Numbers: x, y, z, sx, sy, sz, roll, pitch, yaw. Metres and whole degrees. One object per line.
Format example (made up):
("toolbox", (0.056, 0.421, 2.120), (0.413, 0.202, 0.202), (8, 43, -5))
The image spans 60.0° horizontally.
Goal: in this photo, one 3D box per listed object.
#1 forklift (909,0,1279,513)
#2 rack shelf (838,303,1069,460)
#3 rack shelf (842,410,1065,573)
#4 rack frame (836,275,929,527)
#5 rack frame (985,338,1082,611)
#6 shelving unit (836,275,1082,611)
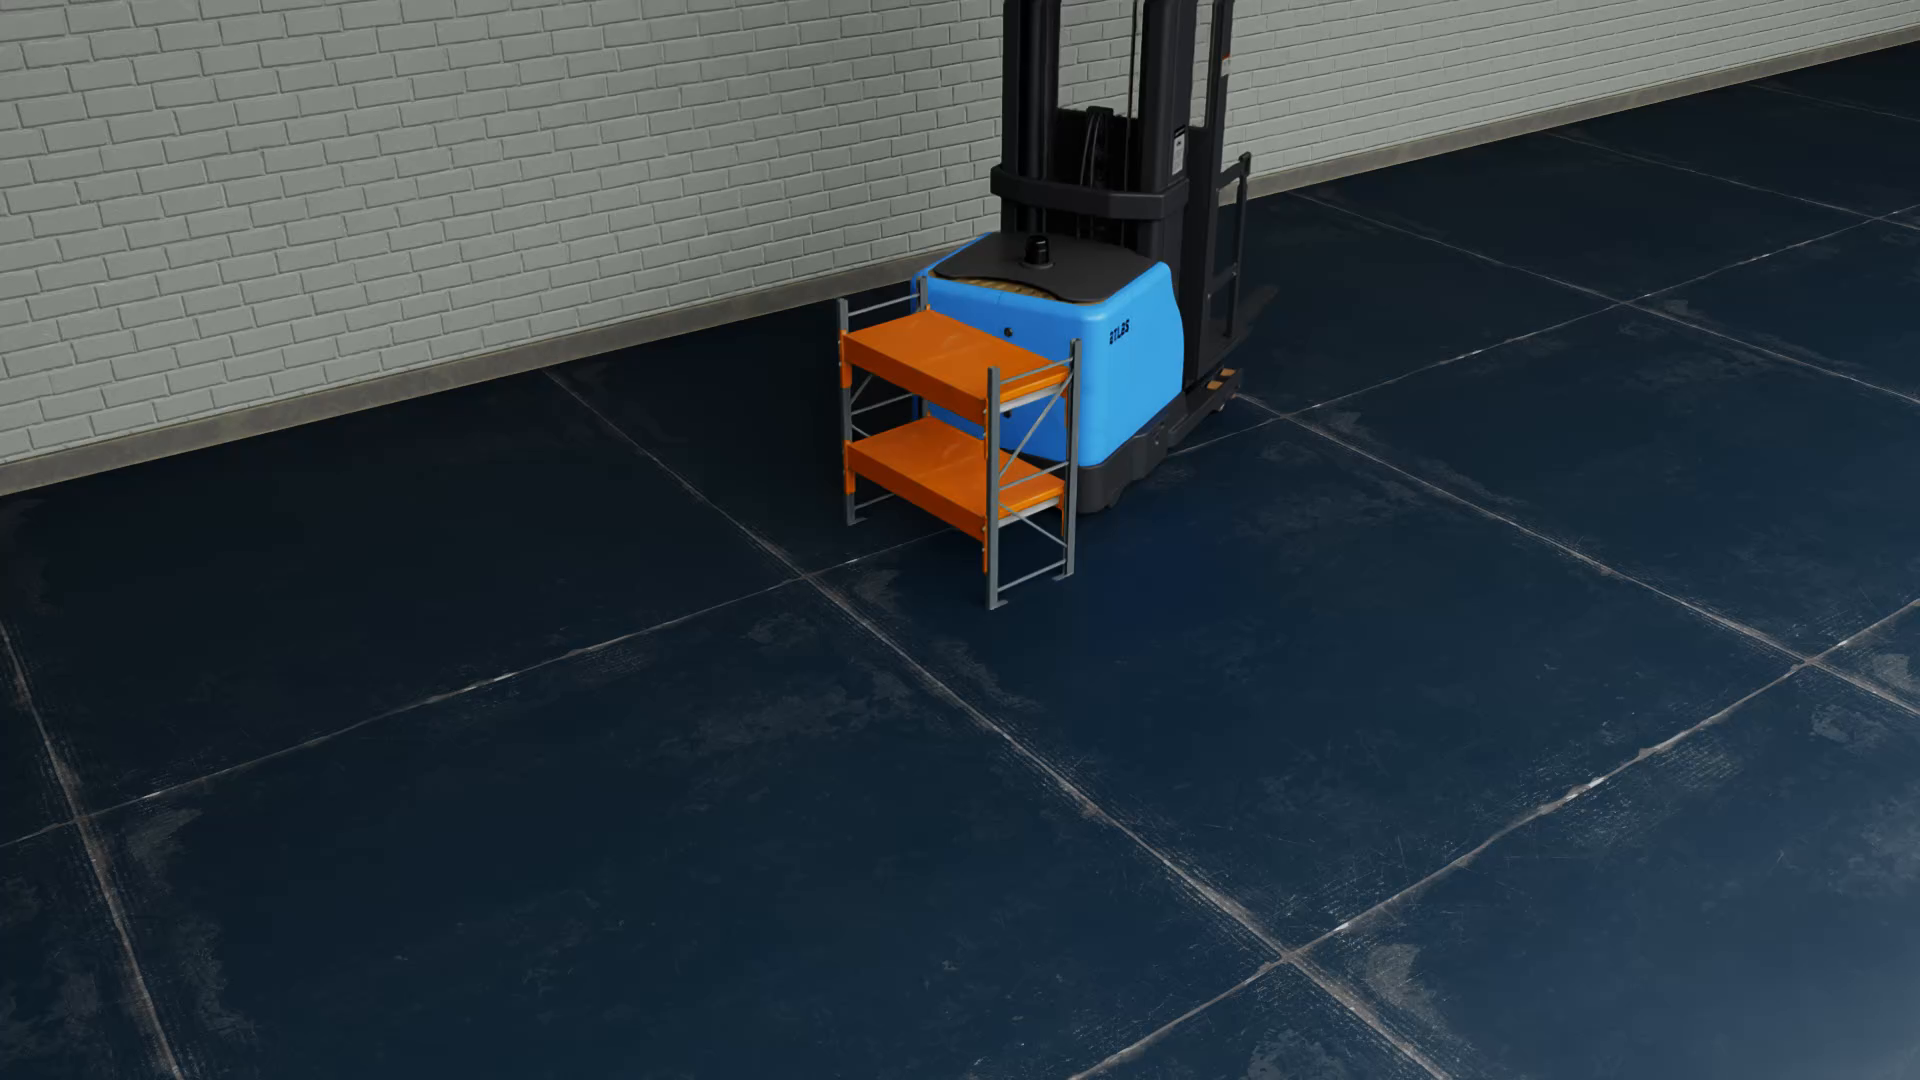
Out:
("forklift", (0.908, -2.083, 8.514), (1.130, 2.935, 3.031), (15, 32, 25))
("rack shelf", (-0.020, -0.711, 7.267), (0.538, 0.278, 1.000), (-22, 35, -35))
("rack shelf", (-0.020, -0.239, 7.523), (0.538, 0.278, 1.000), (-22, 35, -35))
("rack frame", (-0.349, -0.638, 7.747), (0.500, 1.125, 0.032), (-22, 35, -35))
("rack frame", (0.310, -0.269, 7.066), (0.500, 1.125, 0.032), (-22, 35, -35))
("shelving unit", (-0.020, -0.453, 7.406), (0.538, 1.125, 1.048), (-22, 35, -35))
